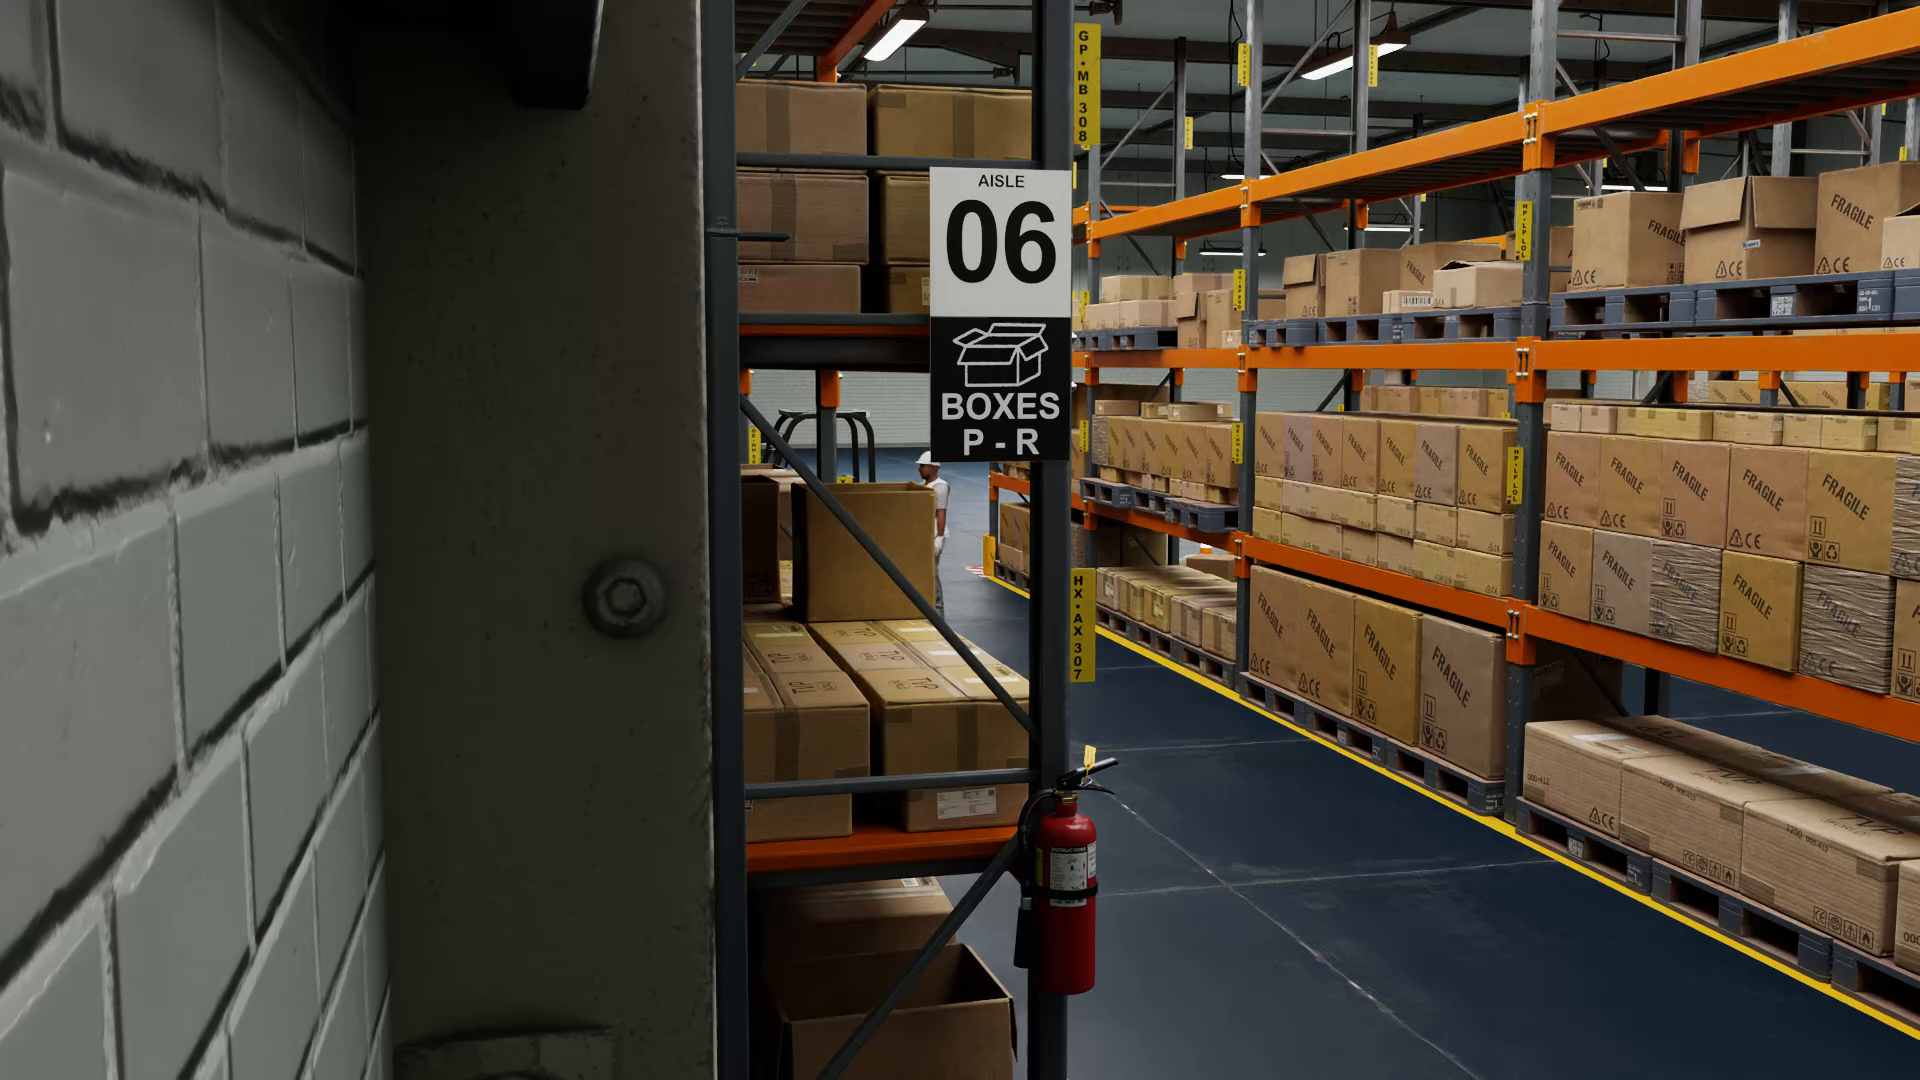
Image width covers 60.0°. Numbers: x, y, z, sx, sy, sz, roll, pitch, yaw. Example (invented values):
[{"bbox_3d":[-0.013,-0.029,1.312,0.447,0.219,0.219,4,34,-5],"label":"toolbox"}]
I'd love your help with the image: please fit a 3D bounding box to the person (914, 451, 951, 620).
[{"bbox_3d":[-0.358,-0.016,17.063,0.555,1.789,0.581,-2,6,-19],"label":"person"}]
